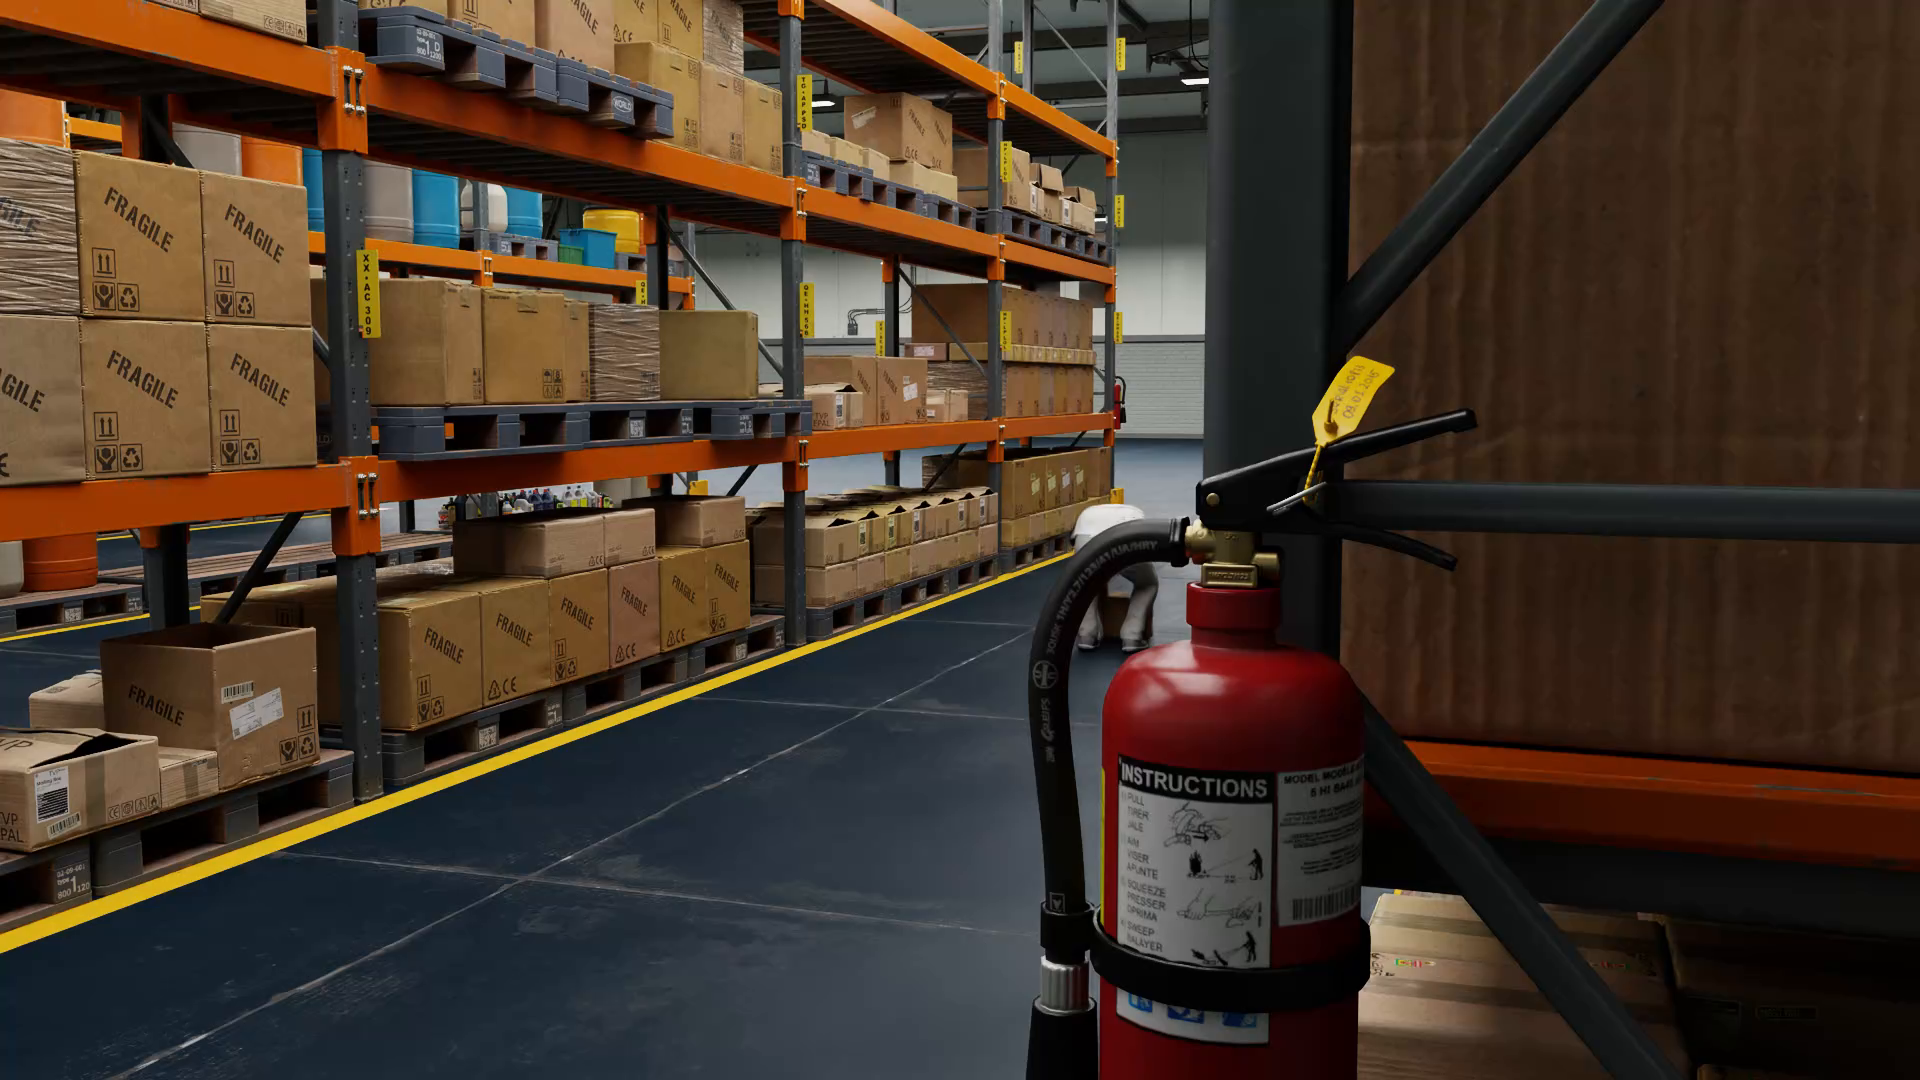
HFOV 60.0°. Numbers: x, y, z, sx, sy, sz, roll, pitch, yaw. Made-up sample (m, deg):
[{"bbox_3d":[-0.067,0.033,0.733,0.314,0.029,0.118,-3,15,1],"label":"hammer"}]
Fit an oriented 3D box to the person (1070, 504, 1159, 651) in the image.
[{"bbox_3d":[0.959,0.212,10.174,0.520,0.886,0.936,2,6,16],"label":"person"}]
